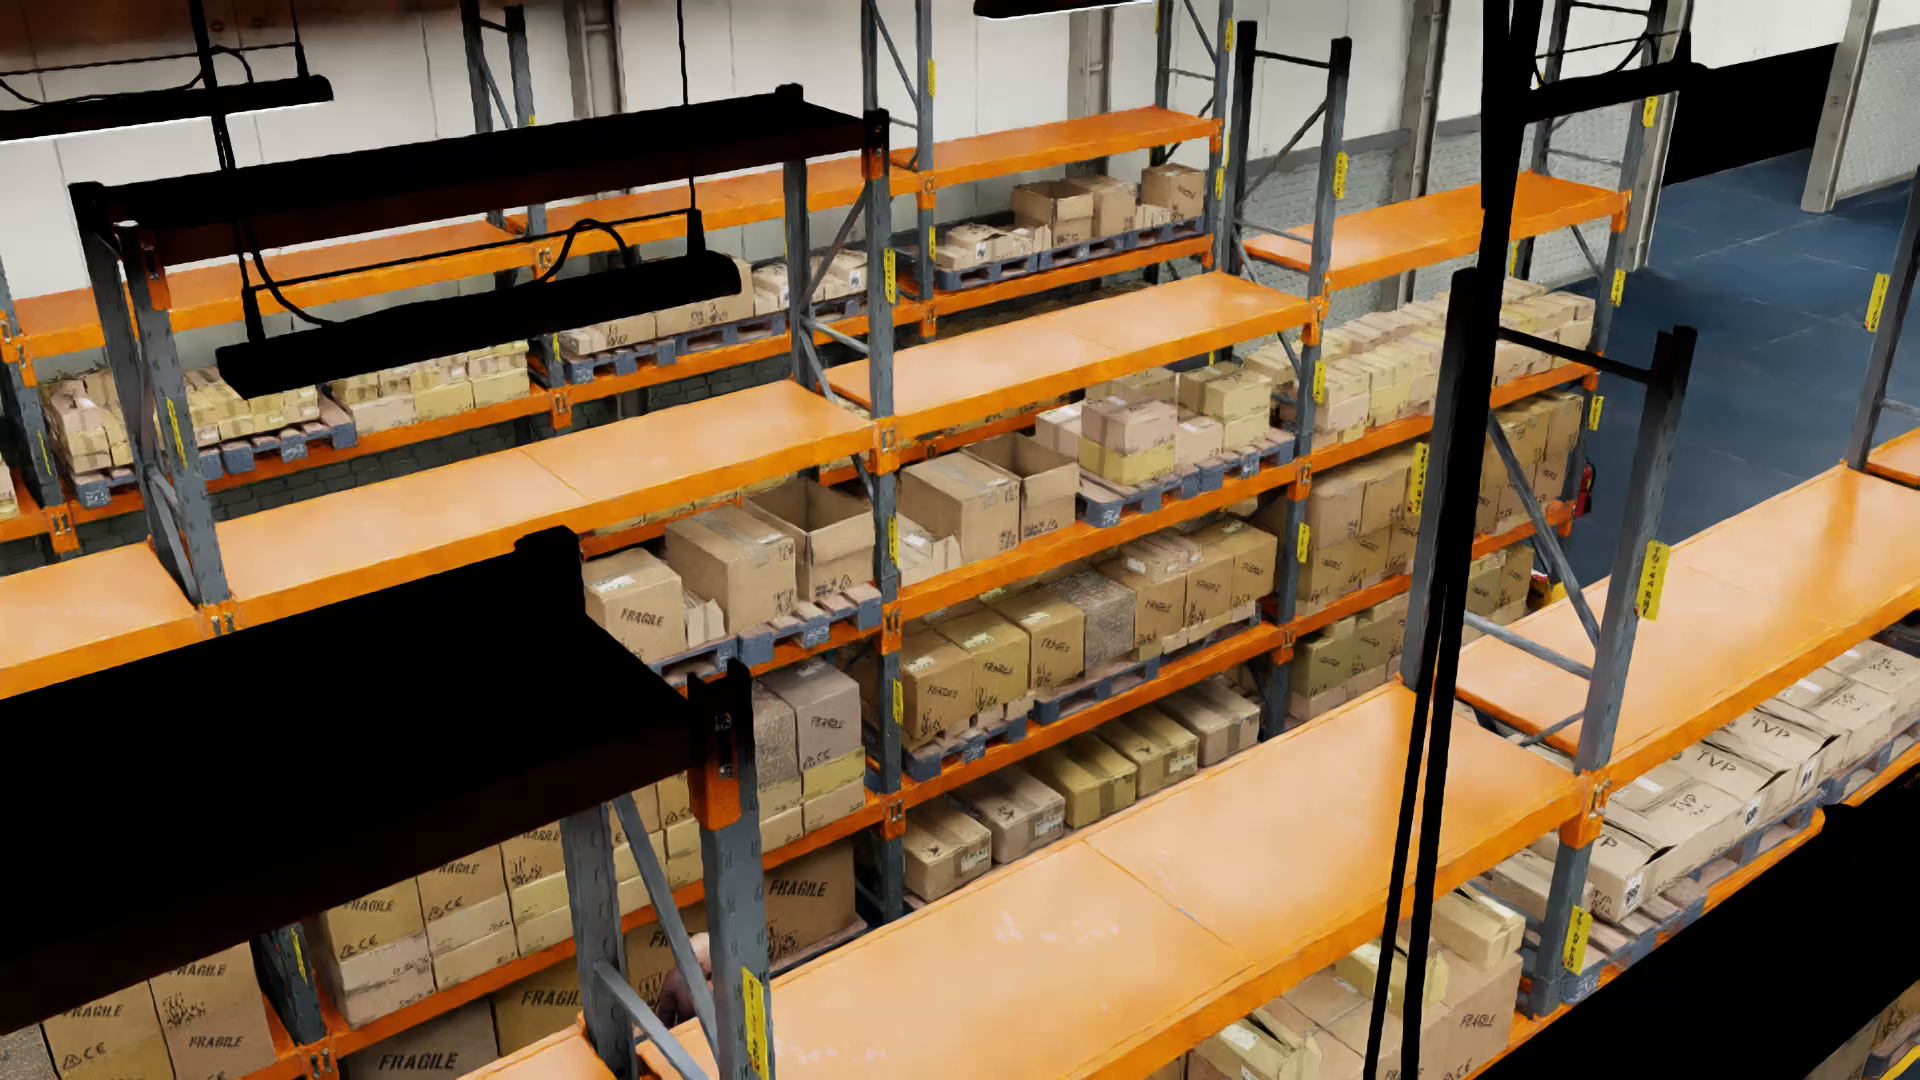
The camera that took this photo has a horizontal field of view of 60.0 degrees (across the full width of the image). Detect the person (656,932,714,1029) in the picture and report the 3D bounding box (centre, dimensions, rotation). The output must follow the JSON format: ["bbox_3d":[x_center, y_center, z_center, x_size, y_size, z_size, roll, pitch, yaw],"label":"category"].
[{"bbox_3d":[-1.471,3.062,9.799,0.690,1.773,0.648,-8,27,-15],"label":"person"}]
